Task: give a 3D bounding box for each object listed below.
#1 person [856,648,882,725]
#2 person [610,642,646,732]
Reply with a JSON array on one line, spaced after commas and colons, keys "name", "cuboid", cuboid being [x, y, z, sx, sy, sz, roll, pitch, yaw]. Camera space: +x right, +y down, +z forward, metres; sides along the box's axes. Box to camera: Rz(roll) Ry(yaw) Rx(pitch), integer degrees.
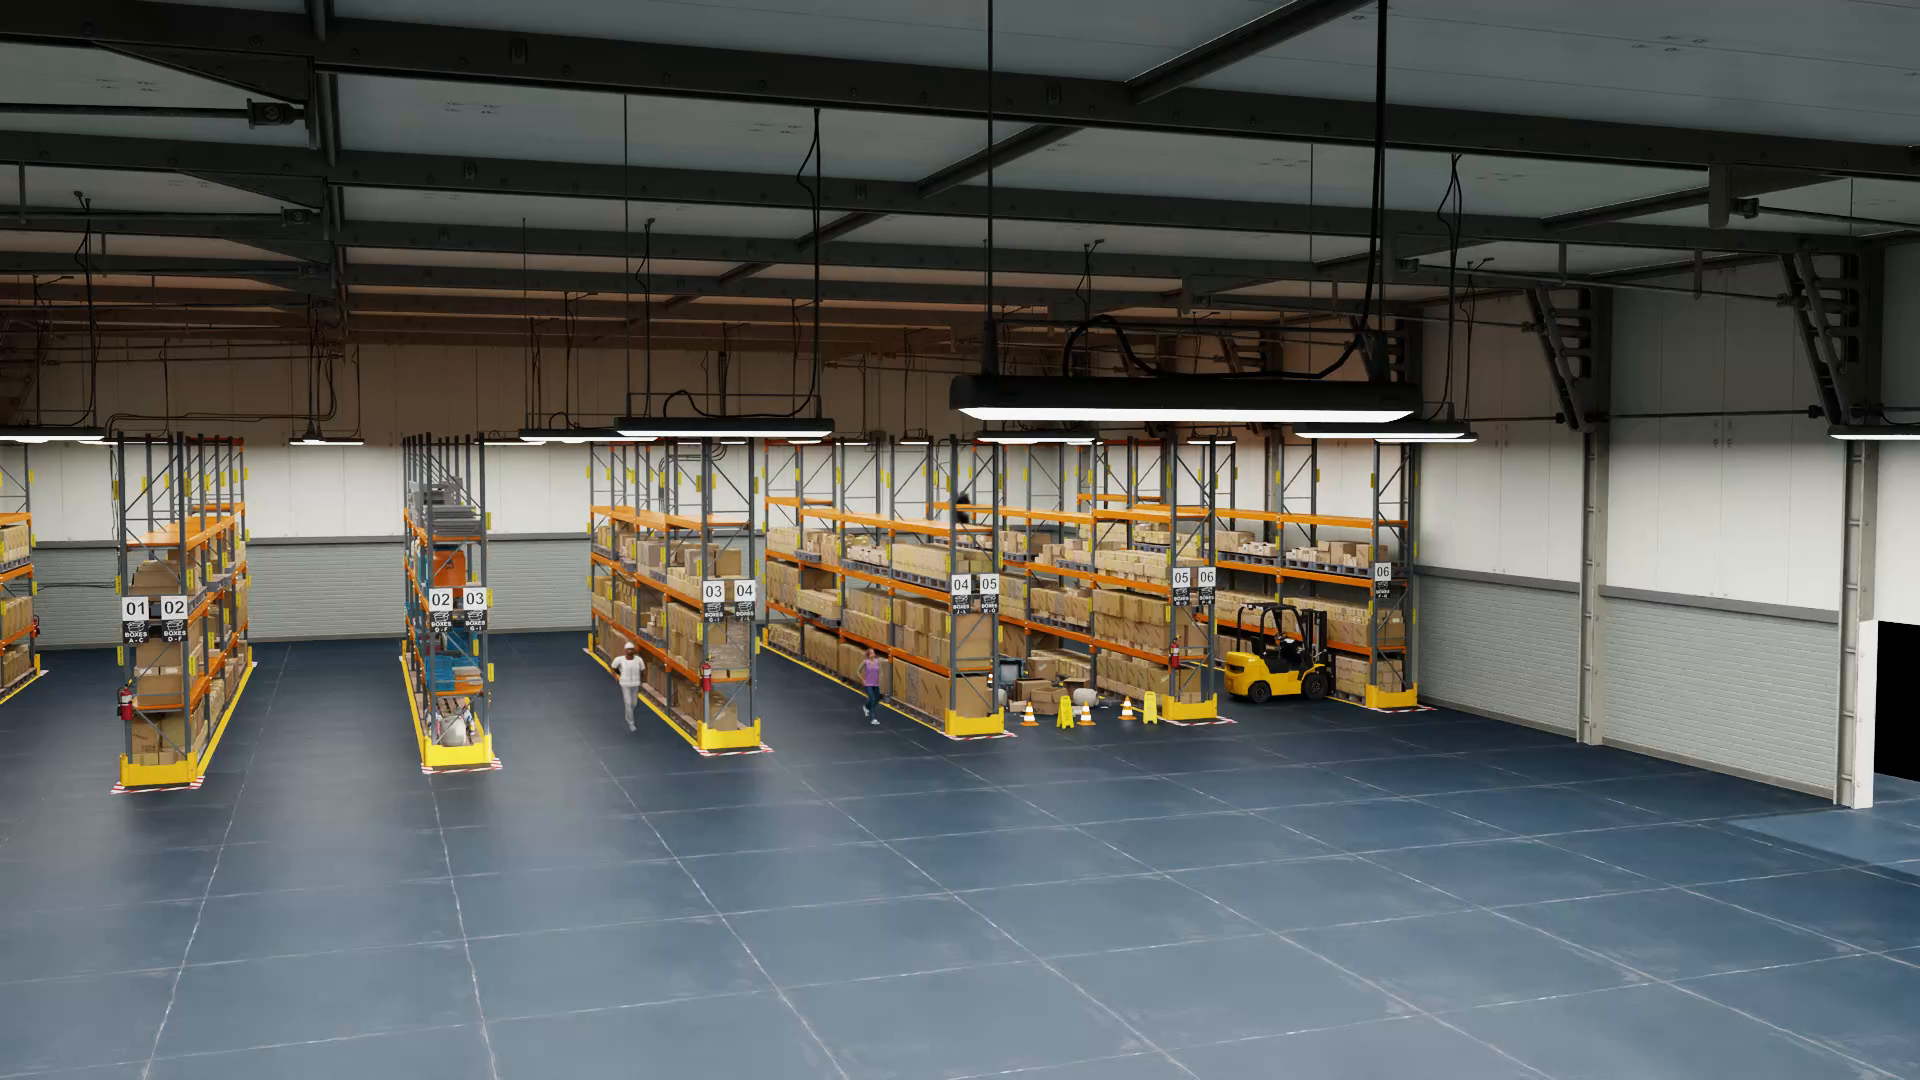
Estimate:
[{"name": "person", "cuboid": [-1.886, 3.025, 34.519, 0.506, 1.563, 0.755, -2, 4, -33]}, {"name": "person", "cuboid": [-6.749, 2.970, 33.939, 0.699, 1.766, 0.927, -2, 4, -26]}]
